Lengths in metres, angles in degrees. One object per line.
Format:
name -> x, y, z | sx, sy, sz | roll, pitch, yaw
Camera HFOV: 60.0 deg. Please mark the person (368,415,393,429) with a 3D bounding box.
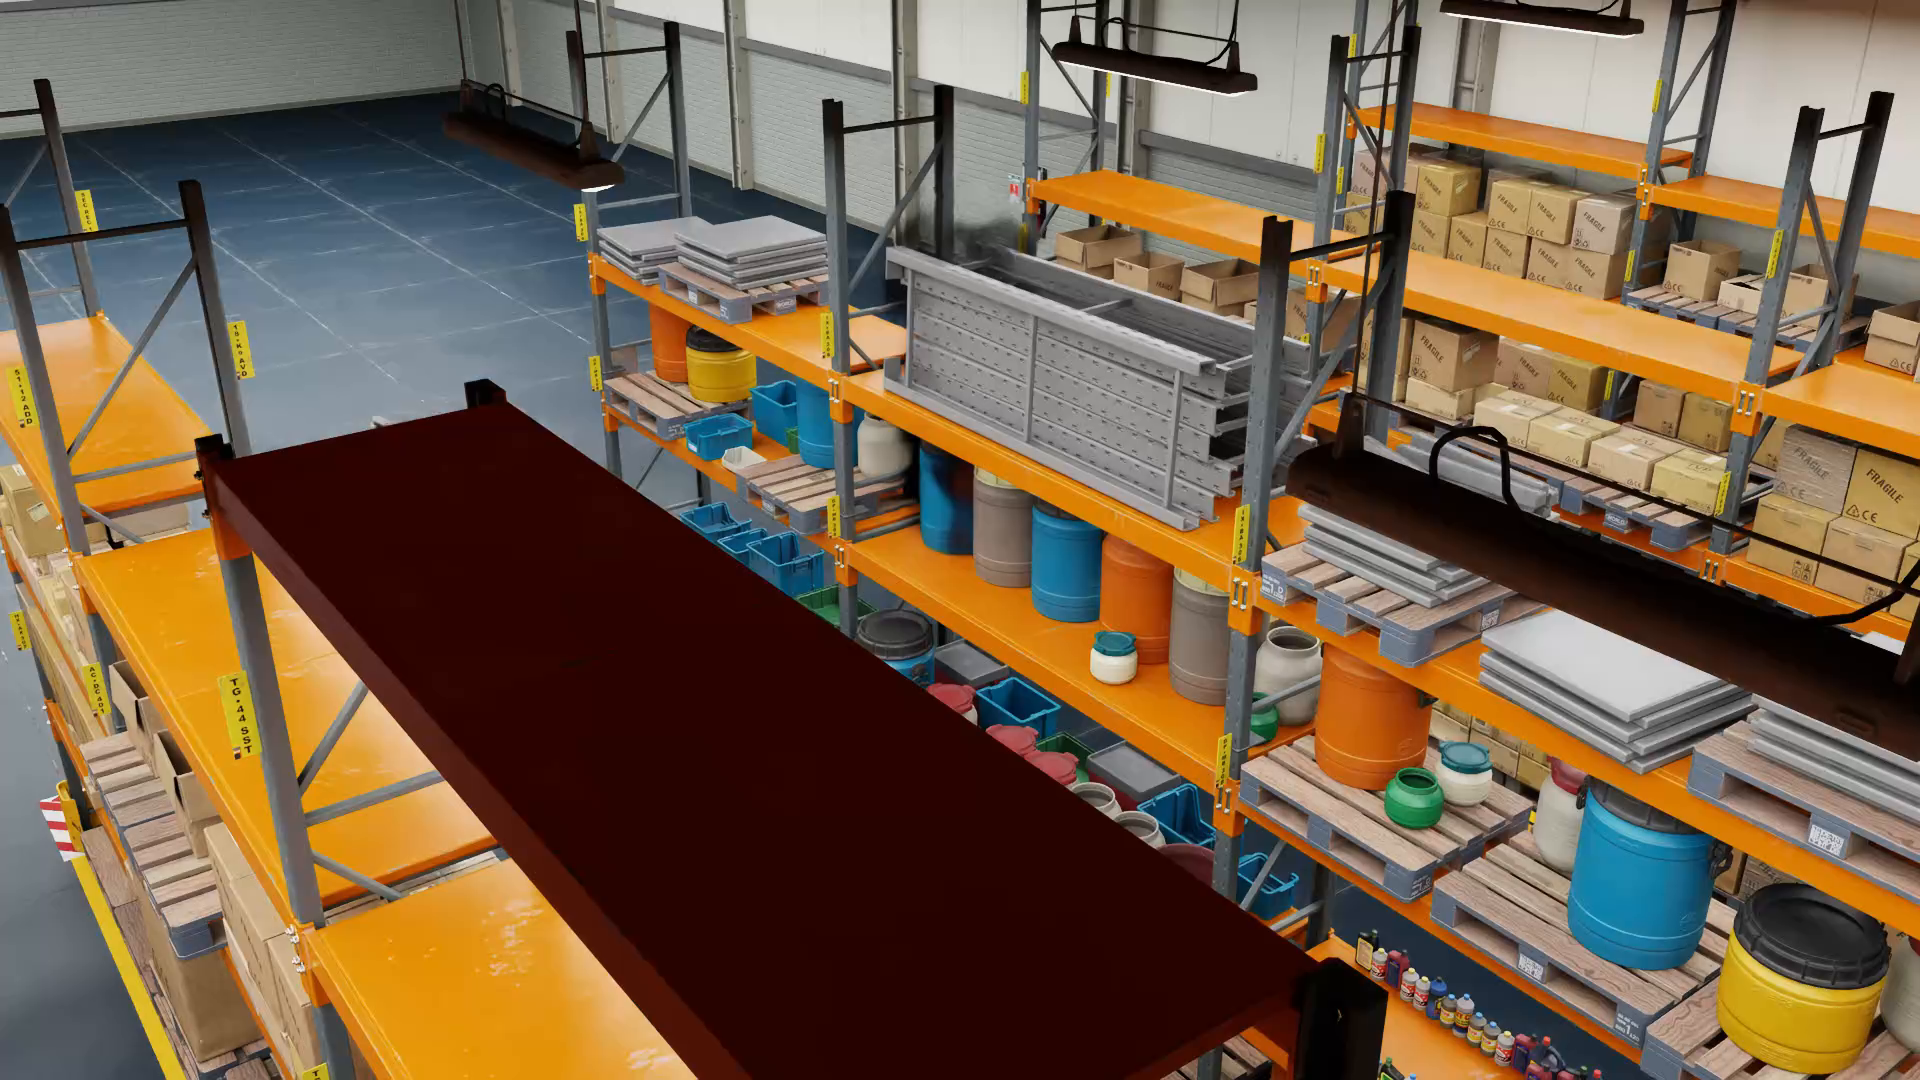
person -> -6.170, -0.525, 18.076 | 0.733, 1.761, 0.663 | -7, 26, -15
